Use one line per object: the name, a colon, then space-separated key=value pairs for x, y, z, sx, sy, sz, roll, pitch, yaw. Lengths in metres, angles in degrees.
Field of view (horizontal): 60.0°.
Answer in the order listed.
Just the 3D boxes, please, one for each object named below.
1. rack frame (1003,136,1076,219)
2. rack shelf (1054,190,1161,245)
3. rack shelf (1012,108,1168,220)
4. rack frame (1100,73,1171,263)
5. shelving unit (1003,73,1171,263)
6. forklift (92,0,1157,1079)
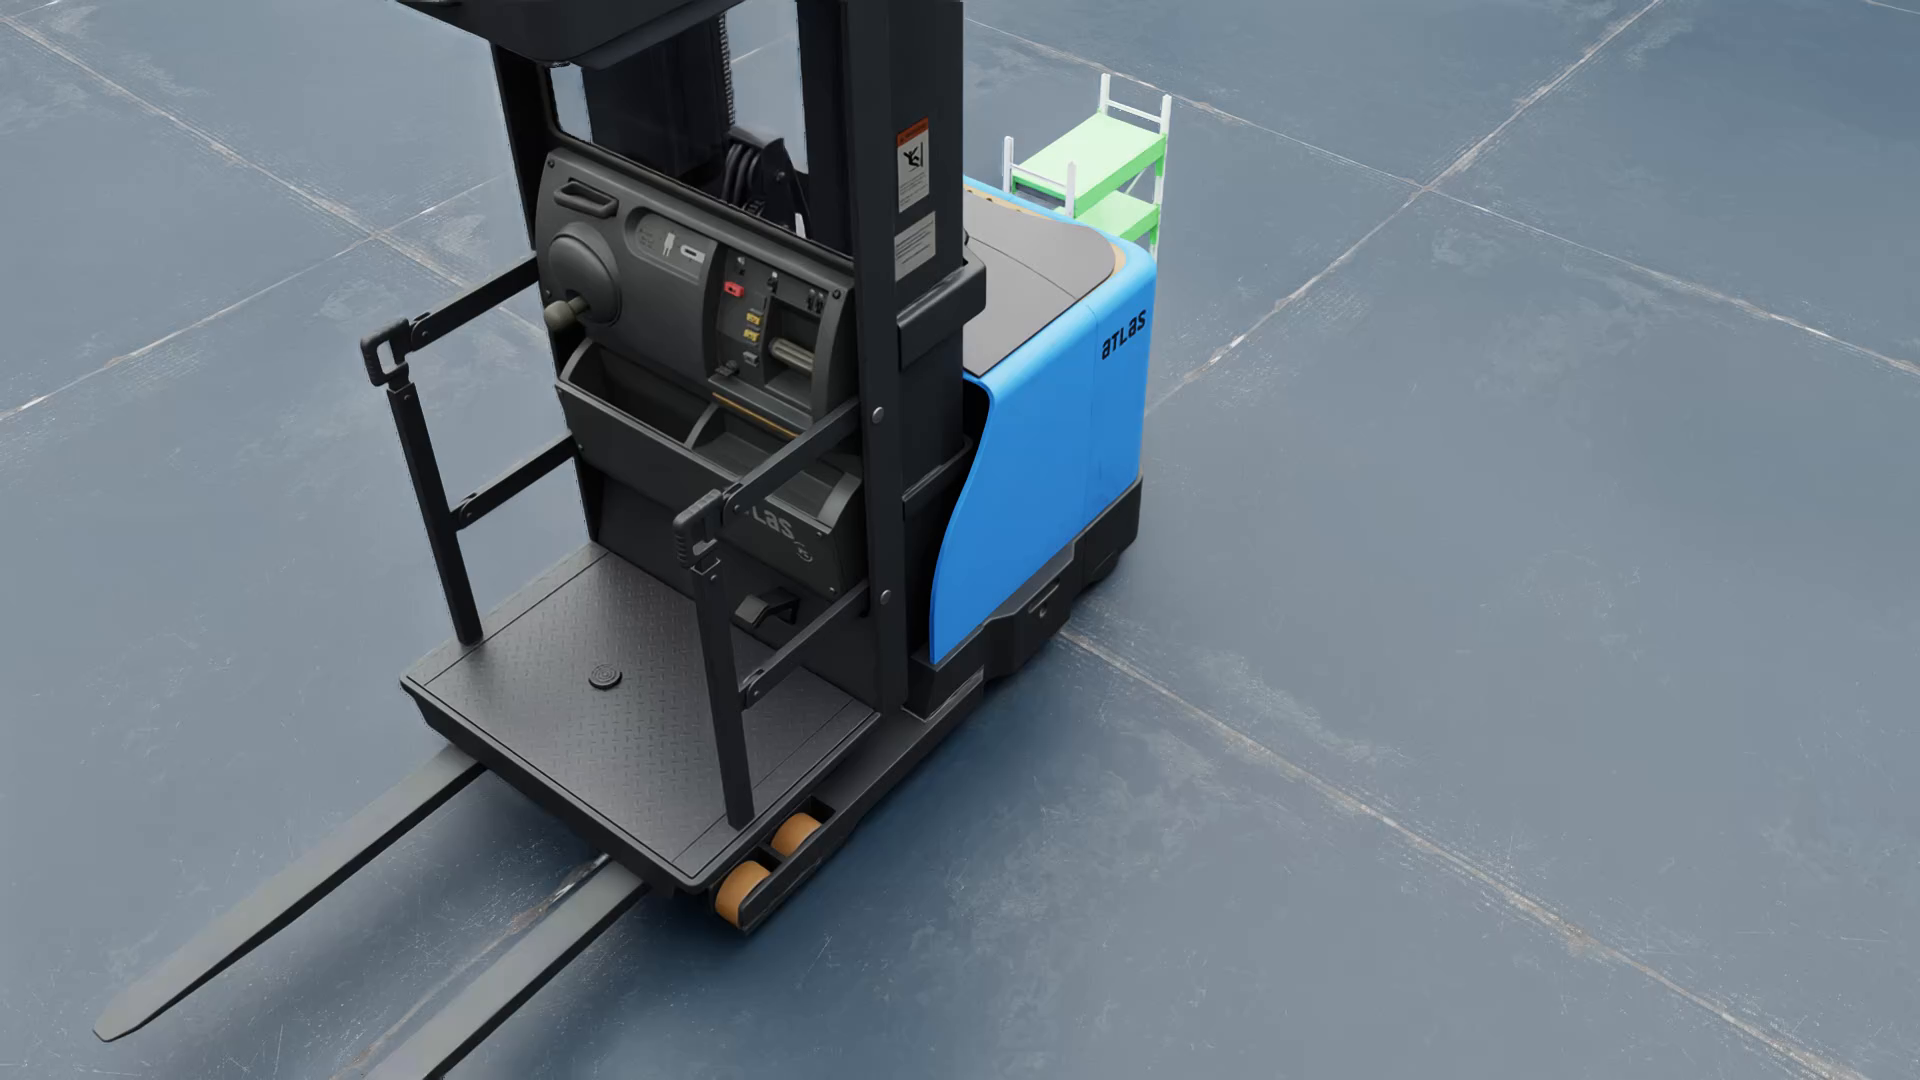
rack frame: x=0.225 y=-0.651 z=5.074 sx=0.240 sy=1.200 sz=0.015 roll=28 pitch=49 yaw=27
rack shelf: x=0.375 y=-0.910 z=5.098 sx=0.258 sy=0.148 sz=0.480 roll=28 pitch=49 yaw=27
rack shelf: x=0.375 y=-1.088 z=4.936 sx=0.258 sy=0.148 sz=0.480 roll=28 pitch=49 yaw=27
rack frame: x=0.525 y=-0.910 z=5.358 sx=0.240 sy=1.200 sz=0.015 roll=28 pitch=49 yaw=27
shelving unit: x=0.375 y=-0.780 z=5.216 sx=0.258 sy=1.200 sz=0.503 roll=28 pitch=49 yaw=27
forklift: x=-0.749 y=-0.492 z=3.613 sx=1.130 sy=2.935 sz=3.031 roll=28 pitch=49 yaw=27
